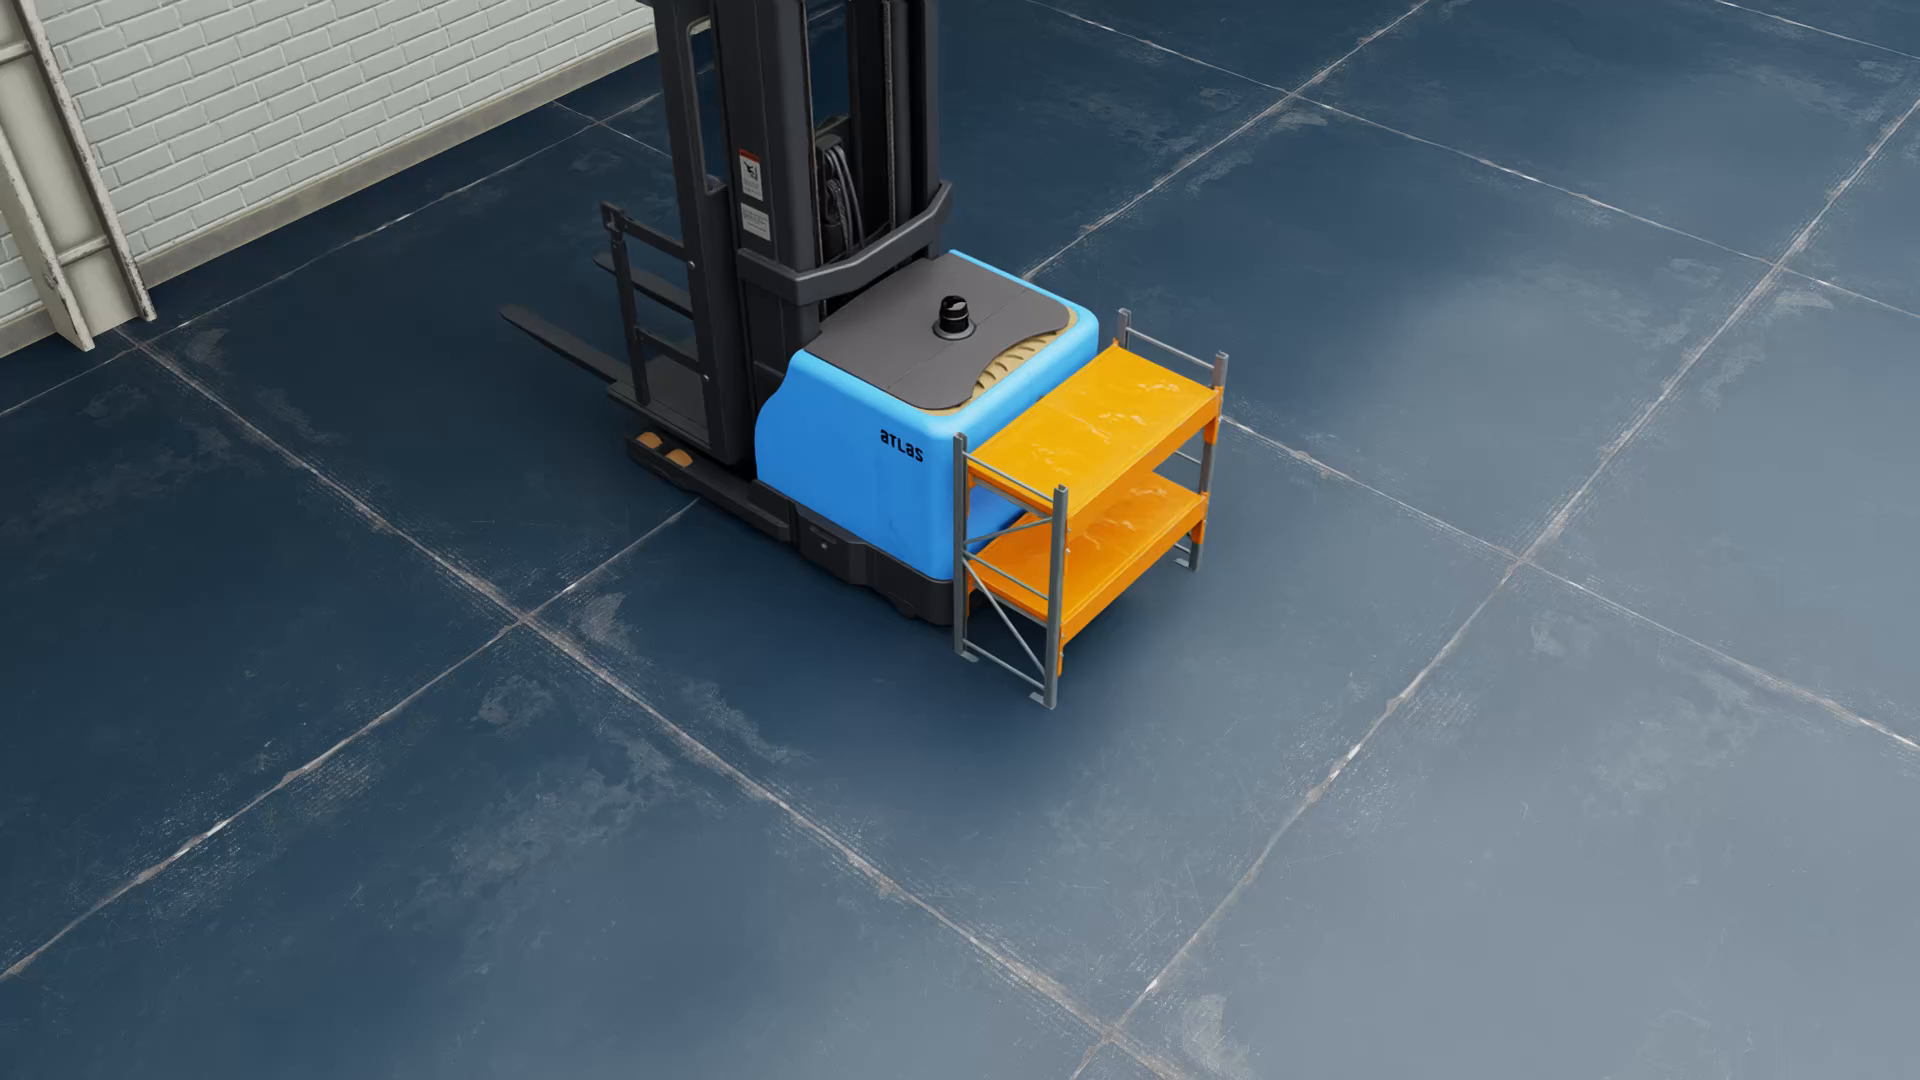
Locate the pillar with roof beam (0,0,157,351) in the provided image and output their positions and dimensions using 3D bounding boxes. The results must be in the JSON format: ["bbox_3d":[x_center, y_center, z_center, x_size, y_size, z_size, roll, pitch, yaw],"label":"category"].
[{"bbox_3d":[-1.053,-2.570,3.388,9.100,9.000,0.400,29,50,28],"label":"pillar with roof beam"}]

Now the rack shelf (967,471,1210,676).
[{"bbox_3d":[0.501,0.054,6.717,0.538,0.278,1.000,29,50,28],"label":"rack shelf"}]

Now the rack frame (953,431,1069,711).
[{"bbox_3d":[0.176,0.137,6.264,0.500,1.125,0.032,29,50,28],"label":"rack frame"}]

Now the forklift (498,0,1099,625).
[{"bbox_3d":[-0.886,-1.574,6.803,3.031,2.935,1.130,29,50,28],"label":"forklift"}]

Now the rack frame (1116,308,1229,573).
[{"bbox_3d":[0.826,-0.390,6.842,0.500,1.125,0.032,29,50,28],"label":"rack frame"}]

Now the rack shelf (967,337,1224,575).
[{"bbox_3d":[0.501,-0.343,6.356,0.538,0.278,1.000,29,50,28],"label":"rack shelf"}]

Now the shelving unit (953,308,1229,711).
[{"bbox_3d":[0.501,-0.126,6.553,0.538,1.125,1.048,29,50,28],"label":"shelving unit"}]
